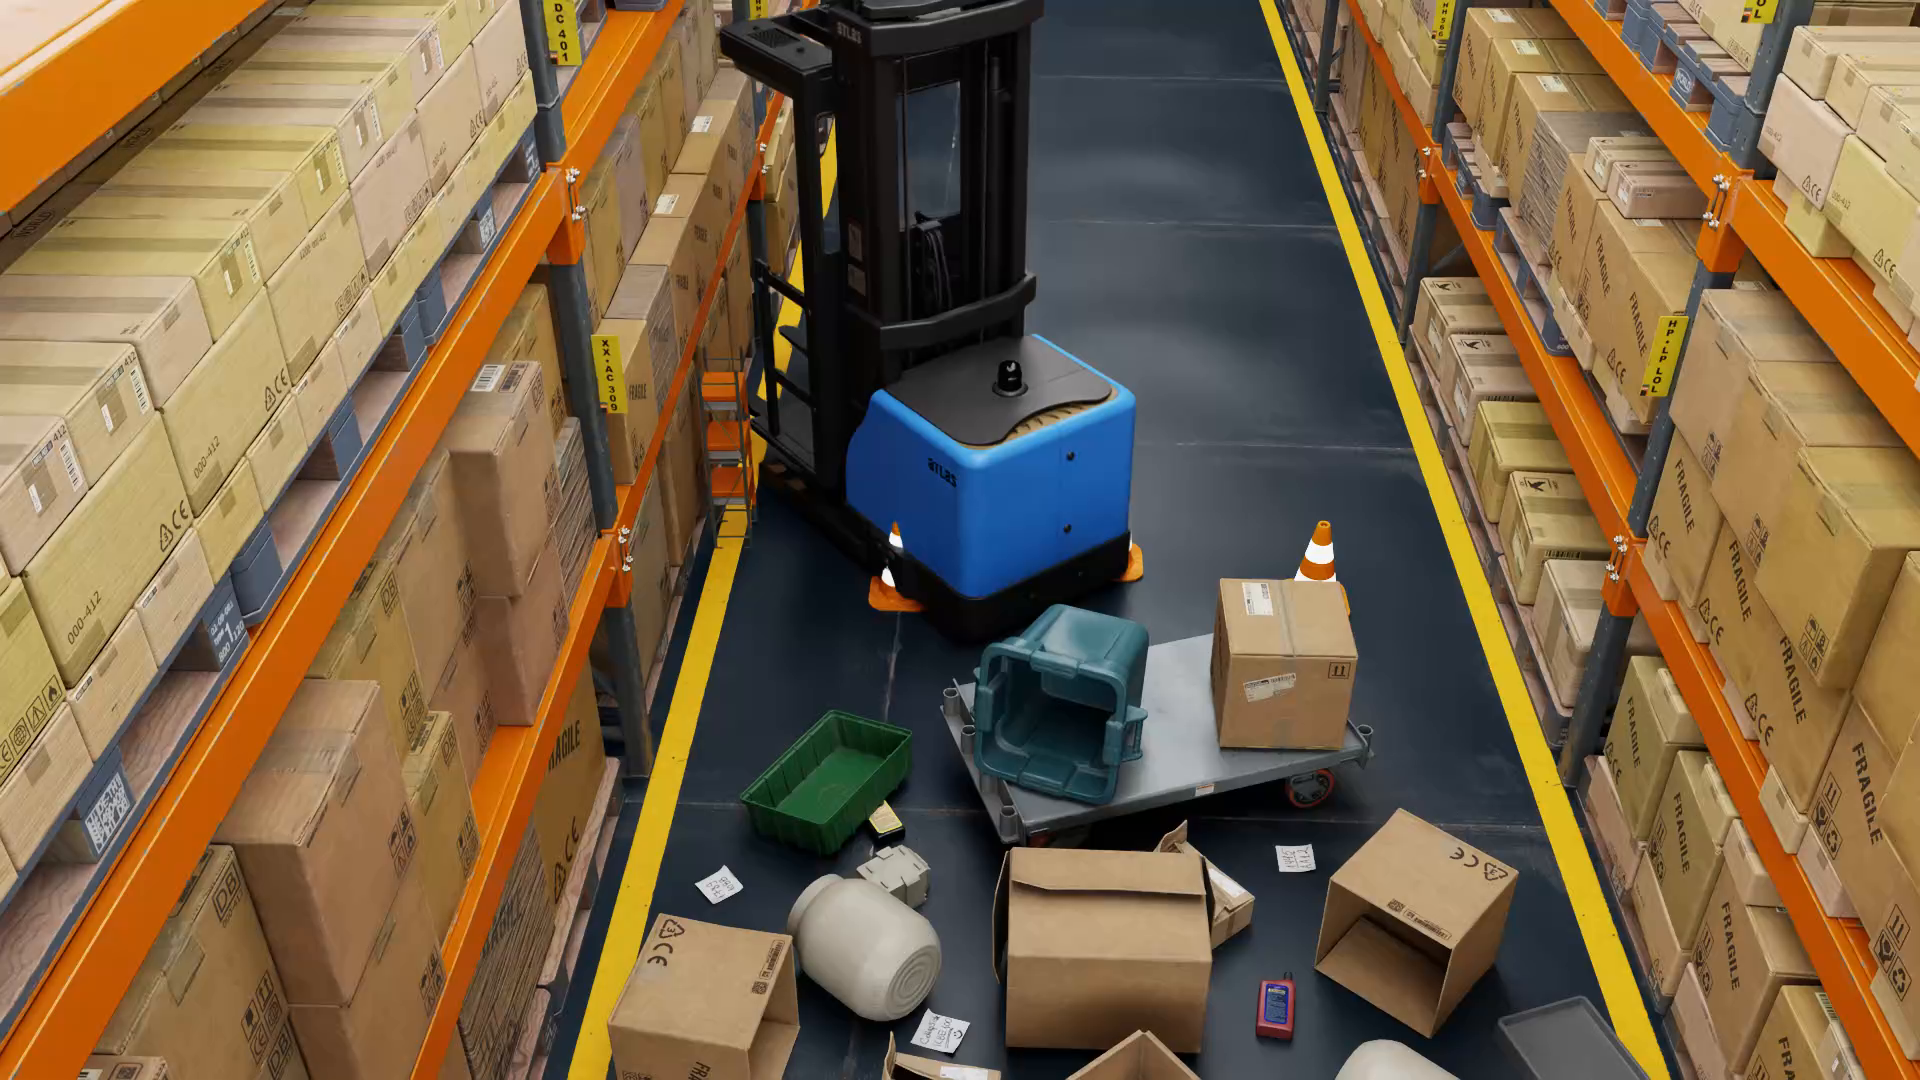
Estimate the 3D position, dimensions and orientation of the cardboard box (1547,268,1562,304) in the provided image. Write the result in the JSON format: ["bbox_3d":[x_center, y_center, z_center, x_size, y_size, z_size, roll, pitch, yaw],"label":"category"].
[{"bbox_3d":[2.904,-1.135,7.556,0.380,0.149,0.250,1,35,2],"label":"cardboard box"}]

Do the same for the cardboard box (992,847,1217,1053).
[{"bbox_3d":[0.513,1.480,6.034,0.797,0.637,0.503,1,35,2],"label":"cardboard box"}]

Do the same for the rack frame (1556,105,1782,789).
[{"bbox_3d":[3.104,-0.179,6.341,1.000,3.000,0.127,1,35,2],"label":"rack frame"}]

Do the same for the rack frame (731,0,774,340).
[{"bbox_3d":[-1.685,-2.533,9.691,1.000,3.000,0.127,1,35,2],"label":"rack frame"}]

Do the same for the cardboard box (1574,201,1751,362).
[{"bbox_3d":[2.912,-1.069,6.897,0.500,0.500,0.500,2,35,2],"label":"cardboard box"}]

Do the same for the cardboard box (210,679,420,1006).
[{"bbox_3d":[-1.865,0.711,4.006,0.875,0.550,0.550,1,35,2],"label":"cardboard box"}]

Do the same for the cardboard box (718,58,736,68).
[{"bbox_3d":[-1.466,-2.854,10.002,0.380,0.149,0.250,1,35,1],"label":"cardboard box"}]

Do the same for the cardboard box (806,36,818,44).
[{"bbox_3d":[-1.336,-3.558,12.306,0.500,0.250,0.500,3,35,4],"label":"cardboard box"}]

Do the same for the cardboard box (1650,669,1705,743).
[{"bbox_3d":[2.746,0.606,6.035,0.380,0.149,0.250,2,35,3],"label":"cardboard box"}]

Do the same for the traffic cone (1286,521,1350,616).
[{"bbox_3d":[1.755,0.115,8.130,0.336,0.463,0.334,1,35,2],"label":"traffic cone"}]

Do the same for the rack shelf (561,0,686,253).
[{"bbox_3d":[-1.766,-2.317,7.400,1.077,0.370,4.000,1,35,2],"label":"rack shelf"}]

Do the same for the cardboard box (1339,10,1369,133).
[{"bbox_3d":[3.480,-3.719,12.862,0.875,0.875,0.875,2,35,3],"label":"cardboard box"}]

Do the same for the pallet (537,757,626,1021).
[{"bbox_3d":[-1.955,1.341,6.604,1.003,0.211,1.213,1,35,2],"label":"pallet"}]

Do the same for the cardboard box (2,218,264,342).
[{"bbox_3d":[-1.623,-0.515,3.284,0.380,0.149,0.250,1,35,1],"label":"cardboard box"}]

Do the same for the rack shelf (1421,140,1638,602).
[{"bbox_3d":[3.184,-1.033,8.183,1.077,0.370,4.000,1,35,2],"label":"rack shelf"}]

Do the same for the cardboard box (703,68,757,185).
[{"bbox_3d":[-1.435,-2.309,9.285,0.500,0.500,0.500,1,35,2],"label":"cardboard box"}]

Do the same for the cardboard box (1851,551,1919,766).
[{"bbox_3d":[2.850,0.380,4.331,0.700,0.500,0.500,1,35,2],"label":"cardboard box"}]

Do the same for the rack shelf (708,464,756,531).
[{"bbox_3d":[-1.176,-0.221,8.599,0.215,0.259,0.240,0,35,0],"label":"rack shelf"}]

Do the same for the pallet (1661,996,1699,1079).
[{"bbox_3d":[3.066,2.052,5.593,1.003,0.211,1.213,1,35,2],"label":"pallet"}]

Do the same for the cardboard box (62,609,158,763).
[{"bbox_3d":[-1.653,0.246,2.894,0.380,0.149,0.250,1,35,2],"label":"cardboard box"}]

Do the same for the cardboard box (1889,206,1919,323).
[{"bbox_3d":[2.768,-0.636,4.254,0.500,0.250,0.500,2,35,2],"label":"cardboard box"}]

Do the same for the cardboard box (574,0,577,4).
[{"bbox_3d":[-1.557,-2.162,6.321,0.250,0.149,0.380,1,35,2],"label":"cardboard box"}]

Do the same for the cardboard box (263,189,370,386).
[{"bbox_3d":[-1.671,-0.578,3.720,0.500,0.250,0.500,1,35,2],"label":"cardboard box"}]

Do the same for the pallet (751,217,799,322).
[{"bbox_3d":[-1.653,-1.841,11.132,1.003,0.211,1.213,1,35,2],"label":"pallet"}]

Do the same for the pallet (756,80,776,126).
[{"bbox_3d":[-1.763,-2.866,10.332,1.213,0.211,1.003,1,35,2],"label":"pallet"}]

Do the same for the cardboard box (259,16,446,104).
[{"bbox_3d":[-1.574,-1.248,4.326,0.380,0.149,0.250,2,35,3],"label":"cardboard box"}]

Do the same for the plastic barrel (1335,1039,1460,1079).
[{"bbox_3d":[1.514,1.952,5.550,0.512,0.421,0.421,28,44,33],"label":"plastic barrel"}]

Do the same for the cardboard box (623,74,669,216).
[{"bbox_3d":[-1.771,-1.846,7.757,0.700,0.500,0.500,1,35,1],"label":"cardboard box"}]

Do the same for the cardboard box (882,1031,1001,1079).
[{"bbox_3d":[-0.075,1.914,5.742,0.396,0.266,0.258,7,36,10],"label":"cardboard box"}]

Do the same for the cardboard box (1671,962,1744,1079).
[{"bbox_3d":[2.782,1.719,5.667,0.500,0.250,0.500,1,35,1],"label":"cardboard box"}]

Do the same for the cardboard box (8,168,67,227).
[{"bbox_3d":[-2.261,-0.823,3.722,0.380,0.149,0.250,1,35,2],"label":"cardboard box"}]

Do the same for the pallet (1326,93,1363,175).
[{"bbox_3d":[3.470,-3.189,13.050,1.003,0.211,1.213,1,35,2],"label":"pallet"}]

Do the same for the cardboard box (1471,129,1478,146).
[{"bbox_3d":[3.021,-2.202,9.073,0.380,0.149,0.250,-1,35,-1],"label":"cardboard box"}]

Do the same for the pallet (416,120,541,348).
[{"bbox_3d":[-1.889,-0.956,4.916,1.003,0.211,1.213,1,35,2],"label":"pallet"}]

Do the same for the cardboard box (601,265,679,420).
[{"bbox_3d":[-1.537,-0.862,7.226,0.500,0.500,0.500,2,35,2],"label":"cardboard box"}]

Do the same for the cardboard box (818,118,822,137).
[{"bbox_3d":[-1.324,-3.254,12.526,0.500,0.500,0.500,1,35,1],"label":"cardboard box"}]

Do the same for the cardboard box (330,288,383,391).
[{"bbox_3d":[-1.602,-0.478,3.925,0.380,0.149,0.250,1,35,2],"label":"cardboard box"}]

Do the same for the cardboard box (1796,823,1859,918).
[{"bbox_3d":[2.728,0.978,4.914,0.380,0.149,0.250,1,35,2],"label":"cardboard box"}]

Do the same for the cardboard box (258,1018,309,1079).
[{"bbox_3d":[-2.037,1.471,3.863,0.875,0.550,0.550,1,35,2],"label":"cardboard box"}]

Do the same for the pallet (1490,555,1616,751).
[{"bbox_3d":[3.134,0.515,7.779,1.003,0.211,1.213,1,35,2],"label":"pallet"}]

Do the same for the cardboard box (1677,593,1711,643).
[{"bbox_3d":[2.813,0.244,5.958,0.380,0.149,0.250,2,35,3],"label":"cardboard box"}]

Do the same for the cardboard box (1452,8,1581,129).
[{"bbox_3d":[3.015,-2.558,9.016,0.500,0.500,0.500,0,35,1],"label":"cardboard box"}]

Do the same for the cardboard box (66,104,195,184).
[{"bbox_3d":[-2.184,-0.881,4.151,0.500,0.250,0.500,1,35,1],"label":"cardboard box"}]

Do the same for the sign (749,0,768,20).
[{"bbox_3d":[-1.131,-2.996,9.343,0.100,0.325,0.005,1,35,2],"label":"sign"}]

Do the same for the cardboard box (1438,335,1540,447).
[{"bbox_3d":[3.210,-0.825,9.181,0.950,0.372,0.625,1,35,1],"label":"cardboard box"}]

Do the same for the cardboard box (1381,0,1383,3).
[{"bbox_3d":[3.068,-3.792,11.178,0.500,0.250,0.500,0,35,0],"label":"cardboard box"}]

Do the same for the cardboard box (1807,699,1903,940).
[{"bbox_3d":[2.777,0.773,4.641,0.500,0.500,0.500,2,35,2],"label":"cardboard box"}]

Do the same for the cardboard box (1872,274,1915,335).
[{"bbox_3d":[2.831,-0.693,4.682,0.380,0.149,0.250,2,35,3],"label":"cardboard box"}]

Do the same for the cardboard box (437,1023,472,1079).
[{"bbox_3d":[-2.012,1.864,4.917,0.875,0.875,0.875,1,35,1],"label":"cardboard box"}]

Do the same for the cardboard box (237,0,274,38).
[{"bbox_3d":[-2.210,-1.550,4.757,0.380,0.149,0.250,1,35,1],"label":"cardboard box"}]

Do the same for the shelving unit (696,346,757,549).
[{"bbox_3d":[-1.176,-0.457,8.433,0.215,1.050,0.252,0,35,0],"label":"shelving unit"}]

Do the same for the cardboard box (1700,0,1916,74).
[{"bbox_3d":[2.983,-1.855,5.883,0.500,0.250,0.500,1,35,1],"label":"cardboard box"}]

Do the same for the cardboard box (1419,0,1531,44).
[{"bbox_3d":[3.024,-3.230,9.726,0.500,0.500,0.500,0,35,1],"label":"cardboard box"}]

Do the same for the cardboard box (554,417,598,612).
[{"bbox_3d":[-1.849,-0.084,6.076,0.875,0.550,0.550,1,35,2],"label":"cardboard box"}]

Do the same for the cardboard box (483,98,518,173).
[{"bbox_3d":[-1.551,-1.211,4.967,0.380,0.149,0.250,2,35,3],"label":"cardboard box"}]

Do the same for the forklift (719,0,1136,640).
[{"bbox_3d":[-0.434,-1.521,8.311,1.130,2.935,3.031,-23,41,-29],"label":"forklift"}]

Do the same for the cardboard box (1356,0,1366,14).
[{"bbox_3d":[3.088,-3.875,11.732,0.500,0.250,0.500,1,35,2],"label":"cardboard box"}]
